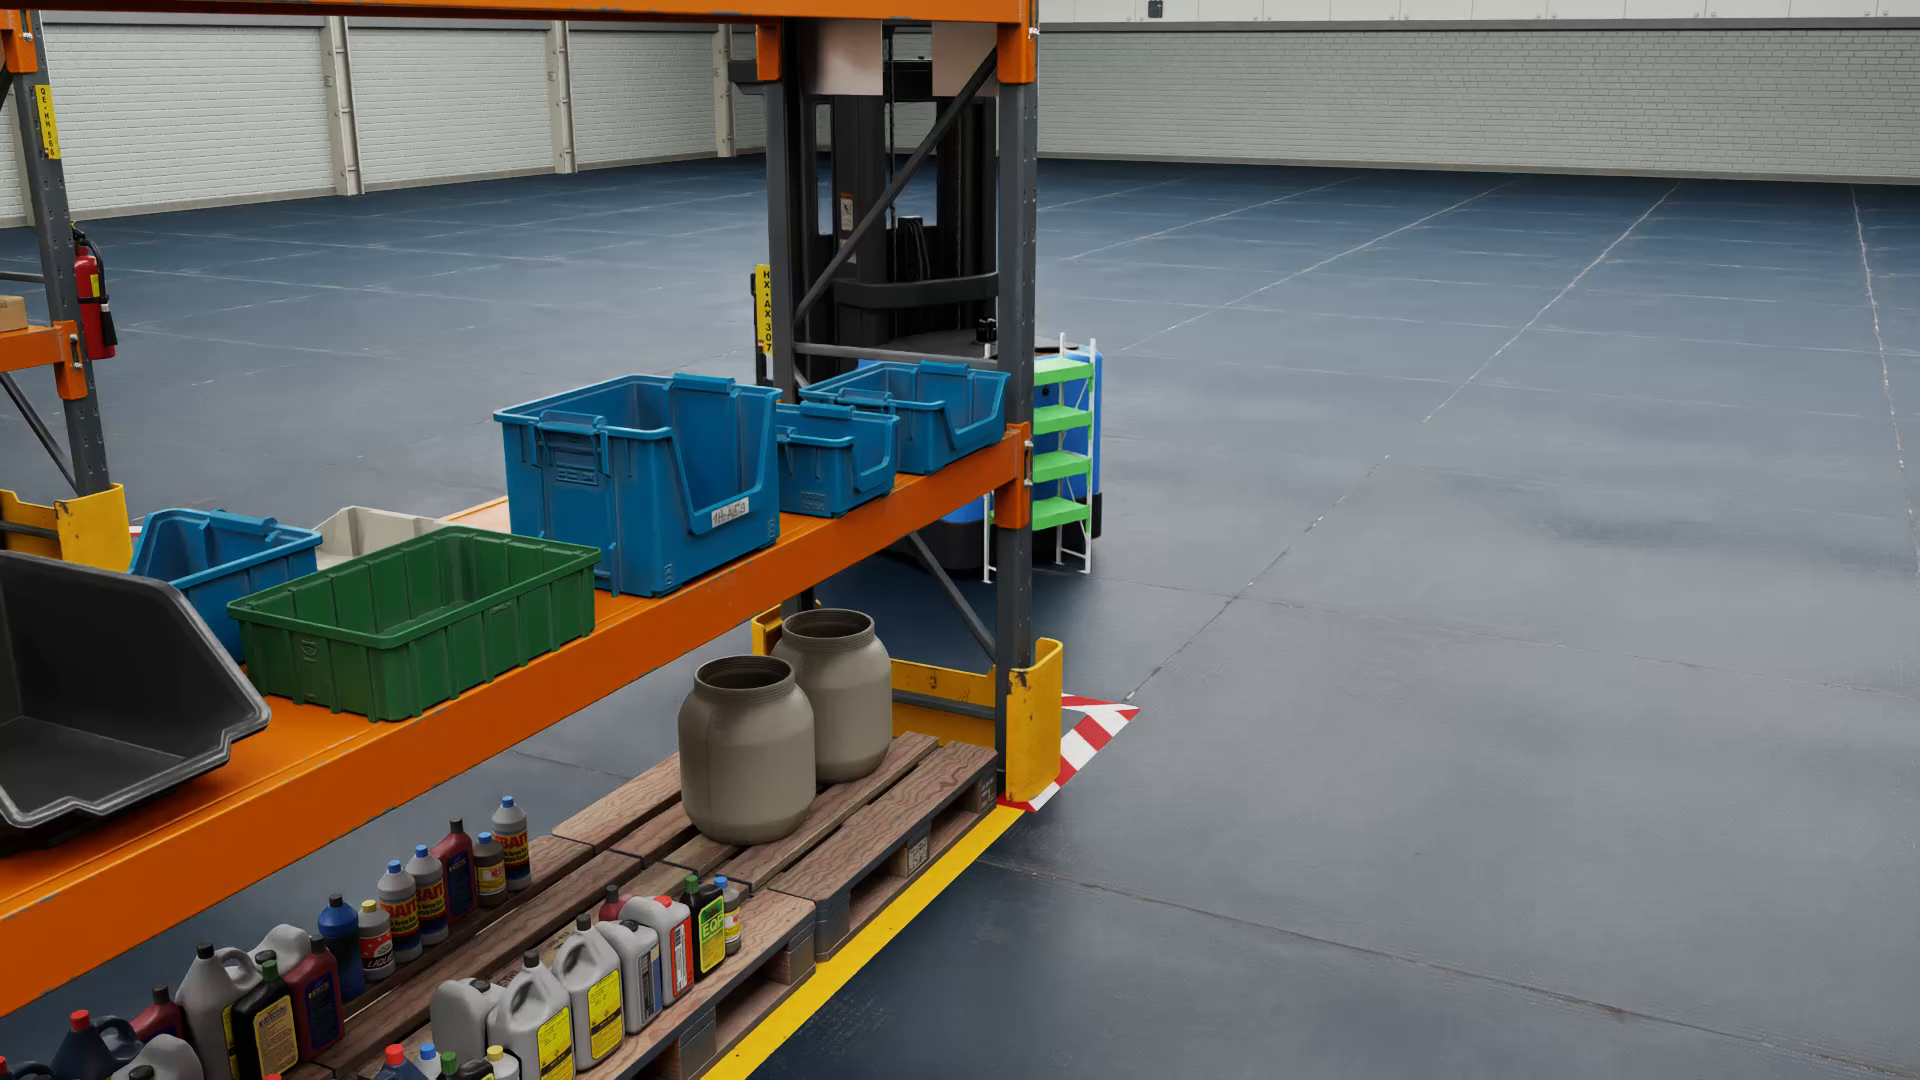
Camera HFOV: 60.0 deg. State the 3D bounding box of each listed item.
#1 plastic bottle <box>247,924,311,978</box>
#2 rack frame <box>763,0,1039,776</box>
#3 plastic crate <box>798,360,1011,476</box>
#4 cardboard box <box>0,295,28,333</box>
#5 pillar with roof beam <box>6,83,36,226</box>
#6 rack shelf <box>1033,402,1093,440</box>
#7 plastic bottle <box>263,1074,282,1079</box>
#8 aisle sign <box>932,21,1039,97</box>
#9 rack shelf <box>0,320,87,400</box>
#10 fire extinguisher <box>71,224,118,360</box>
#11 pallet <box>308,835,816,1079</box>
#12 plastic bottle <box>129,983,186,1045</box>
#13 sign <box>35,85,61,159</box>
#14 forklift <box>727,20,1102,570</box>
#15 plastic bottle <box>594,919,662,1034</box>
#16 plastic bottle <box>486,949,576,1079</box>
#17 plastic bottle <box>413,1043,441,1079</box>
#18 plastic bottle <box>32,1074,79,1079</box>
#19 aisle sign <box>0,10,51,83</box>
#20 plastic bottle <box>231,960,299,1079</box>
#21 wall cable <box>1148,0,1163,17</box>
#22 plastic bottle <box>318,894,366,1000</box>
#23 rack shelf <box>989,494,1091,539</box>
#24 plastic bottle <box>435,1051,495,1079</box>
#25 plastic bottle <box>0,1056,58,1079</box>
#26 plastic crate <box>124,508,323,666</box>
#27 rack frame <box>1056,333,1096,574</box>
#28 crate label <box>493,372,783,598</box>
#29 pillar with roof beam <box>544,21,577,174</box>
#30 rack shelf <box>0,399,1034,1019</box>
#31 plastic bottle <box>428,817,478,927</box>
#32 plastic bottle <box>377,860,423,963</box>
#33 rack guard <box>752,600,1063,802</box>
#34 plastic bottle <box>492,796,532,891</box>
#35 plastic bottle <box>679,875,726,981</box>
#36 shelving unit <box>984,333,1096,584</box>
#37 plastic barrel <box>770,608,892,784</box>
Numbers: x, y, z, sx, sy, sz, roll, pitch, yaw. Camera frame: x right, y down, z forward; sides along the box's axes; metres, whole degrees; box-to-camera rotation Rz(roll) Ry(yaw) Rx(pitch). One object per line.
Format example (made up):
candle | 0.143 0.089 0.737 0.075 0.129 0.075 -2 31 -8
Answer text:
plastic bottle | -1.666 1.096 4.077 0.152 0.276 0.135 8 19 26
rack frame | -0.215 -0.645 5.927 1.000 3.000 0.127 8 18 25
plastic crate | -0.171 -0.408 5.391 0.499 0.251 0.616 8 18 25
cardboard box | -4.589 -1.056 7.752 0.380 0.149 0.250 8 18 25
pillar with roof beam | -9.858 -8.488 21.798 9.100 9.000 0.400 8 18 25
rack shelf | 0.391 -0.553 8.162 0.480 0.148 0.258 -13 21 -37
plastic bottle | -1.400 1.262 3.388 0.144 0.351 0.185 8 18 25
aisle sign | 0.083 -1.872 5.491 0.394 0.787 0.004 8 18 25
rack shelf | -5.540 -0.421 6.436 1.077 0.370 4.000 8 18 25
fire extinguisher | -4.183 -1.208 7.960 0.296 0.674 0.183 8 18 25
pallet | -1.121 1.233 4.502 1.003 0.211 1.213 8 18 25
plastic bottle | -1.851 1.169 3.819 0.061 0.283 0.133 9 19 29
sign | -4.159 -1.906 7.584 0.100 0.325 0.005 8 18 25
forklift | -0.567 -1.603 9.274 1.130 2.935 3.031 -13 21 -37
plastic bottle | -0.843 1.070 4.166 0.152 0.276 0.135 8 18 24
plastic bottle | -0.996 1.124 3.852 0.144 0.351 0.185 8 18 25
plastic bottle | -1.154 1.228 3.641 0.097 0.271 0.097 0 17 0
plastic bottle | -1.844 1.251 3.425 0.144 0.351 0.185 8 18 25
aisle sign | -4.350 -2.499 7.603 0.394 0.787 0.004 8 18 25
plastic bottle | -1.639 1.140 3.916 0.061 0.283 0.133 8 18 25
wall cable | 5.319 -14.622 36.475 2.305 6.003 0.169 8 18 25
plastic bottle | -1.593 1.039 4.278 0.097 0.271 0.097 0 17 0
rack shelf | 0.391 -0.093 8.299 0.480 0.148 0.258 -13 21 -37
plastic bottle | -1.075 1.228 3.621 0.061 0.283 0.133 9 19 28
plastic bottle | -1.973 1.232 3.487 0.144 0.351 0.185 8 18 24
plastic crate | -1.751 0.129 3.583 0.499 0.251 0.616 8 18 25
rack frame | 0.580 -0.429 8.360 0.015 1.200 0.240 -13 21 -37
crate label | -0.796 -0.159 4.228 0.502 0.435 0.616 8 18 25
pillar with roof beam | -4.496 -11.545 32.089 9.100 9.000 0.400 8 18 25
rack shelf | -1.109 0.209 4.314 1.077 0.370 4.000 8 18 25
plastic bottle | -1.422 0.924 4.644 0.061 0.283 0.133 8 19 26
plastic bottle | -1.502 0.987 4.452 0.097 0.271 0.097 0 17 0
rack guard | -0.207 0.579 6.198 1.175 0.500 0.348 8 18 25
plastic bottle | -1.304 0.874 4.832 0.097 0.271 0.097 0 17 0
plastic bottle | -0.680 1.002 4.380 0.061 0.283 0.133 9 19 27
shelving unit | 0.391 -0.385 8.212 0.503 1.200 0.258 -13 21 -37
plastic barrel | -0.441 0.524 5.624 0.421 0.512 0.421 0 17 0
